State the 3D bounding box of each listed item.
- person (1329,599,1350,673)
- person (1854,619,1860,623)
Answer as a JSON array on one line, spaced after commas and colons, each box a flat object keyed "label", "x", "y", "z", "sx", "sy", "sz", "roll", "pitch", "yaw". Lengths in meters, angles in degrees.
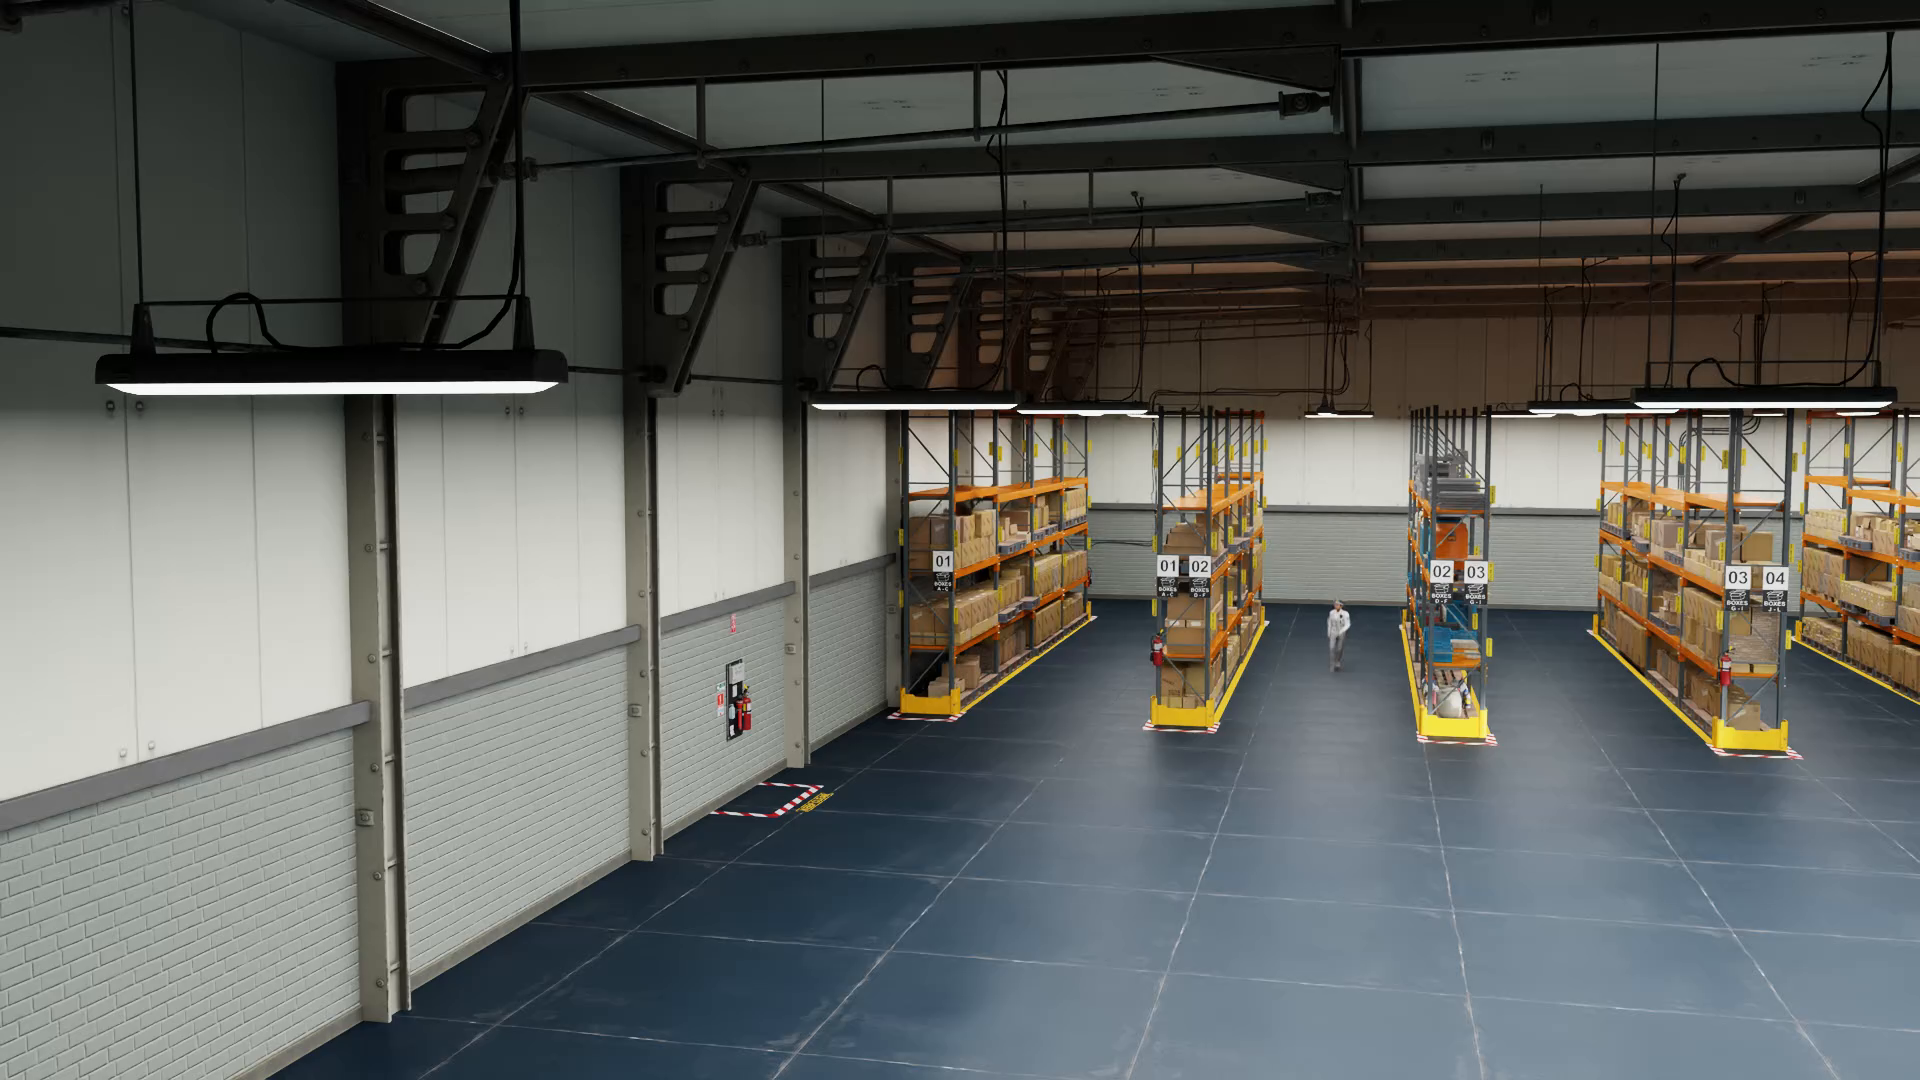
[{"label": "person", "x": 8.701, "y": 2.173, "z": 38.173, "sx": 0.492, "sy": 1.676, "sz": 0.948, "roll": 1, "pitch": 4, "yaw": 16}, {"label": "person", "x": 24.495, "y": 1.599, "z": 45.816, "sx": 0.609, "sy": 1.650, "sz": 0.457, "roll": -2, "pitch": 5, "yaw": -27}]
